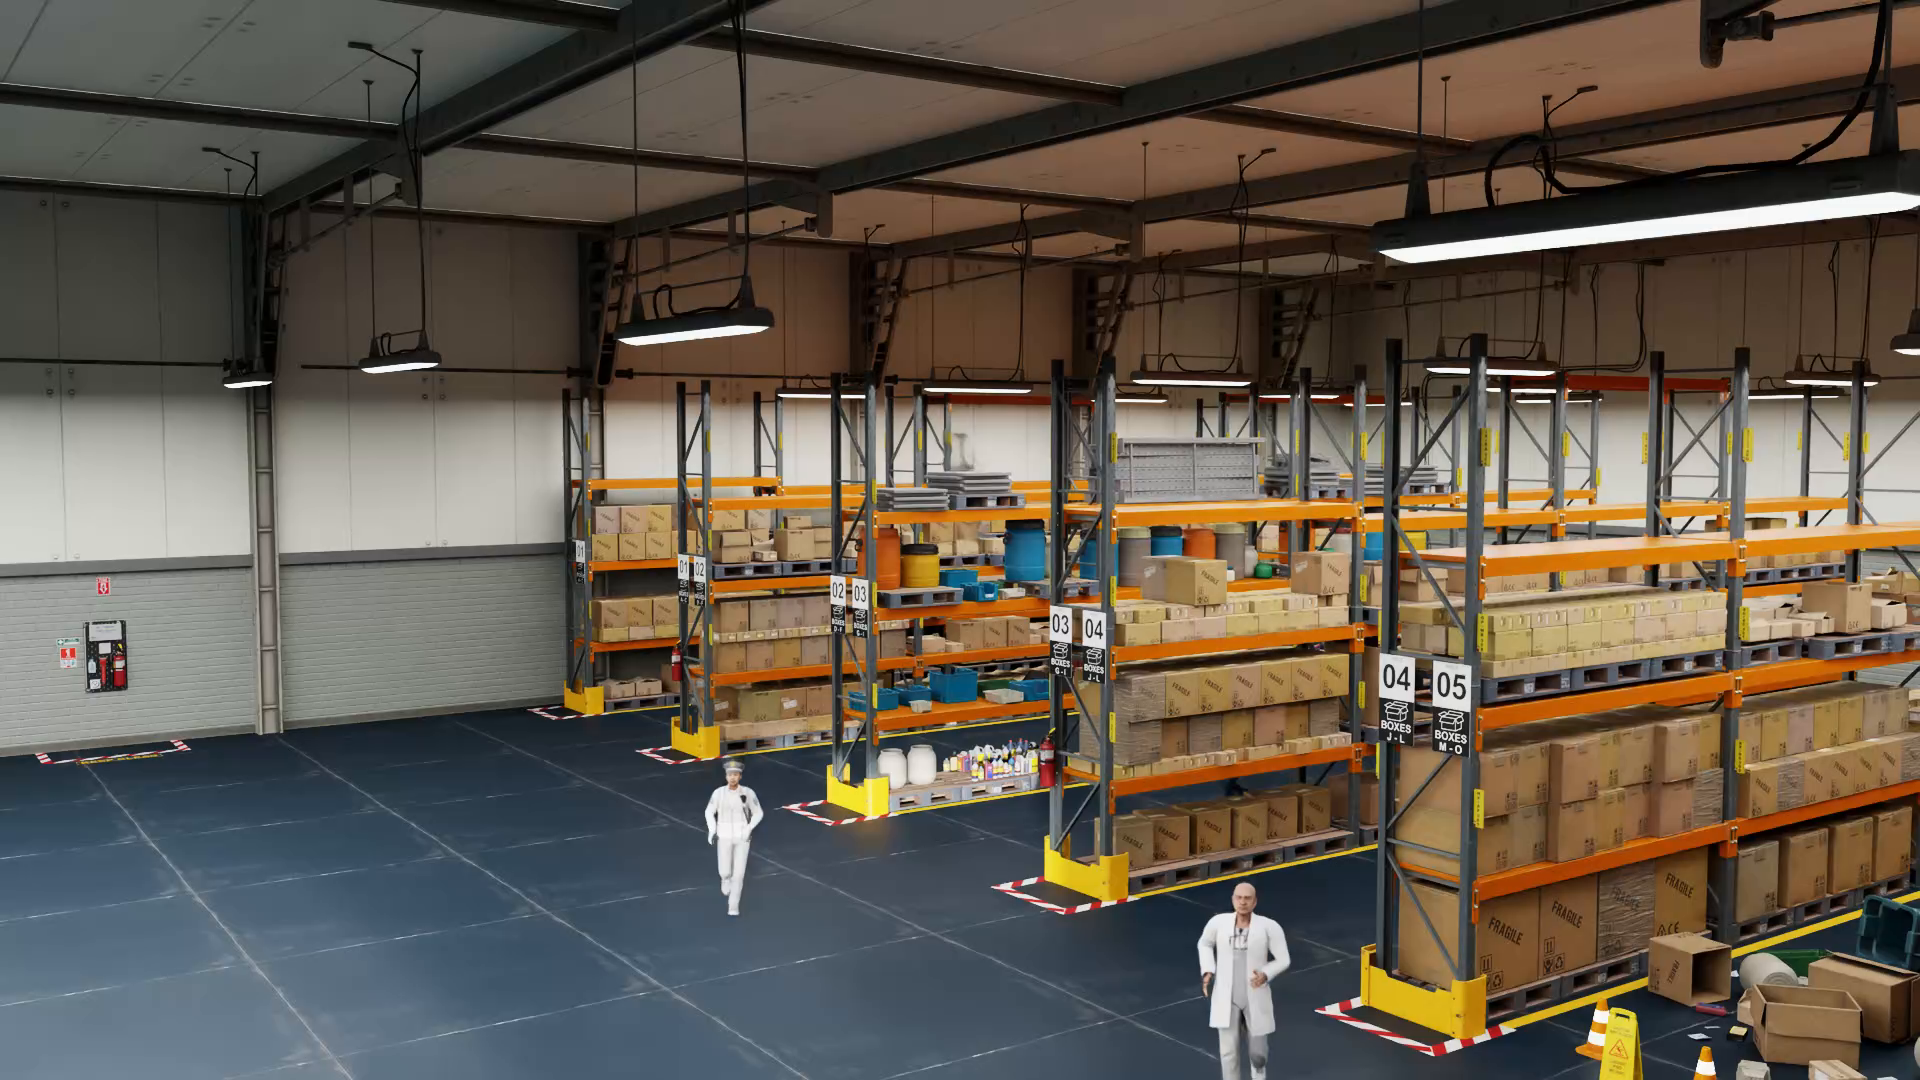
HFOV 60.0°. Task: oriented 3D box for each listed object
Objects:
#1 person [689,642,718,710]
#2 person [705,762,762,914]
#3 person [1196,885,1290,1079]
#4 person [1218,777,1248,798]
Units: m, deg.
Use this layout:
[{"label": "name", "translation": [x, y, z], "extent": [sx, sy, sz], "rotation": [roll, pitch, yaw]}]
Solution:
[{"label": "person", "translation": [-4.446, 2.498, 28.910], "extent": [0.602, 1.617, 0.544], "rotation": [3, 5, 39]}, {"label": "person", "translation": [-2.435, 3.196, 17.857], "extent": [0.624, 1.649, 0.541], "rotation": [0, 4, -5]}, {"label": "person", "translation": [2.136, 3.478, 12.641], "extent": [0.714, 1.722, 0.796], "rotation": [1, 4, 16]}, {"label": "person", "translation": [3.639, 2.958, 22.148], "extent": [0.769, 1.563, 0.549], "rotation": [-3, 5, -39]}]
